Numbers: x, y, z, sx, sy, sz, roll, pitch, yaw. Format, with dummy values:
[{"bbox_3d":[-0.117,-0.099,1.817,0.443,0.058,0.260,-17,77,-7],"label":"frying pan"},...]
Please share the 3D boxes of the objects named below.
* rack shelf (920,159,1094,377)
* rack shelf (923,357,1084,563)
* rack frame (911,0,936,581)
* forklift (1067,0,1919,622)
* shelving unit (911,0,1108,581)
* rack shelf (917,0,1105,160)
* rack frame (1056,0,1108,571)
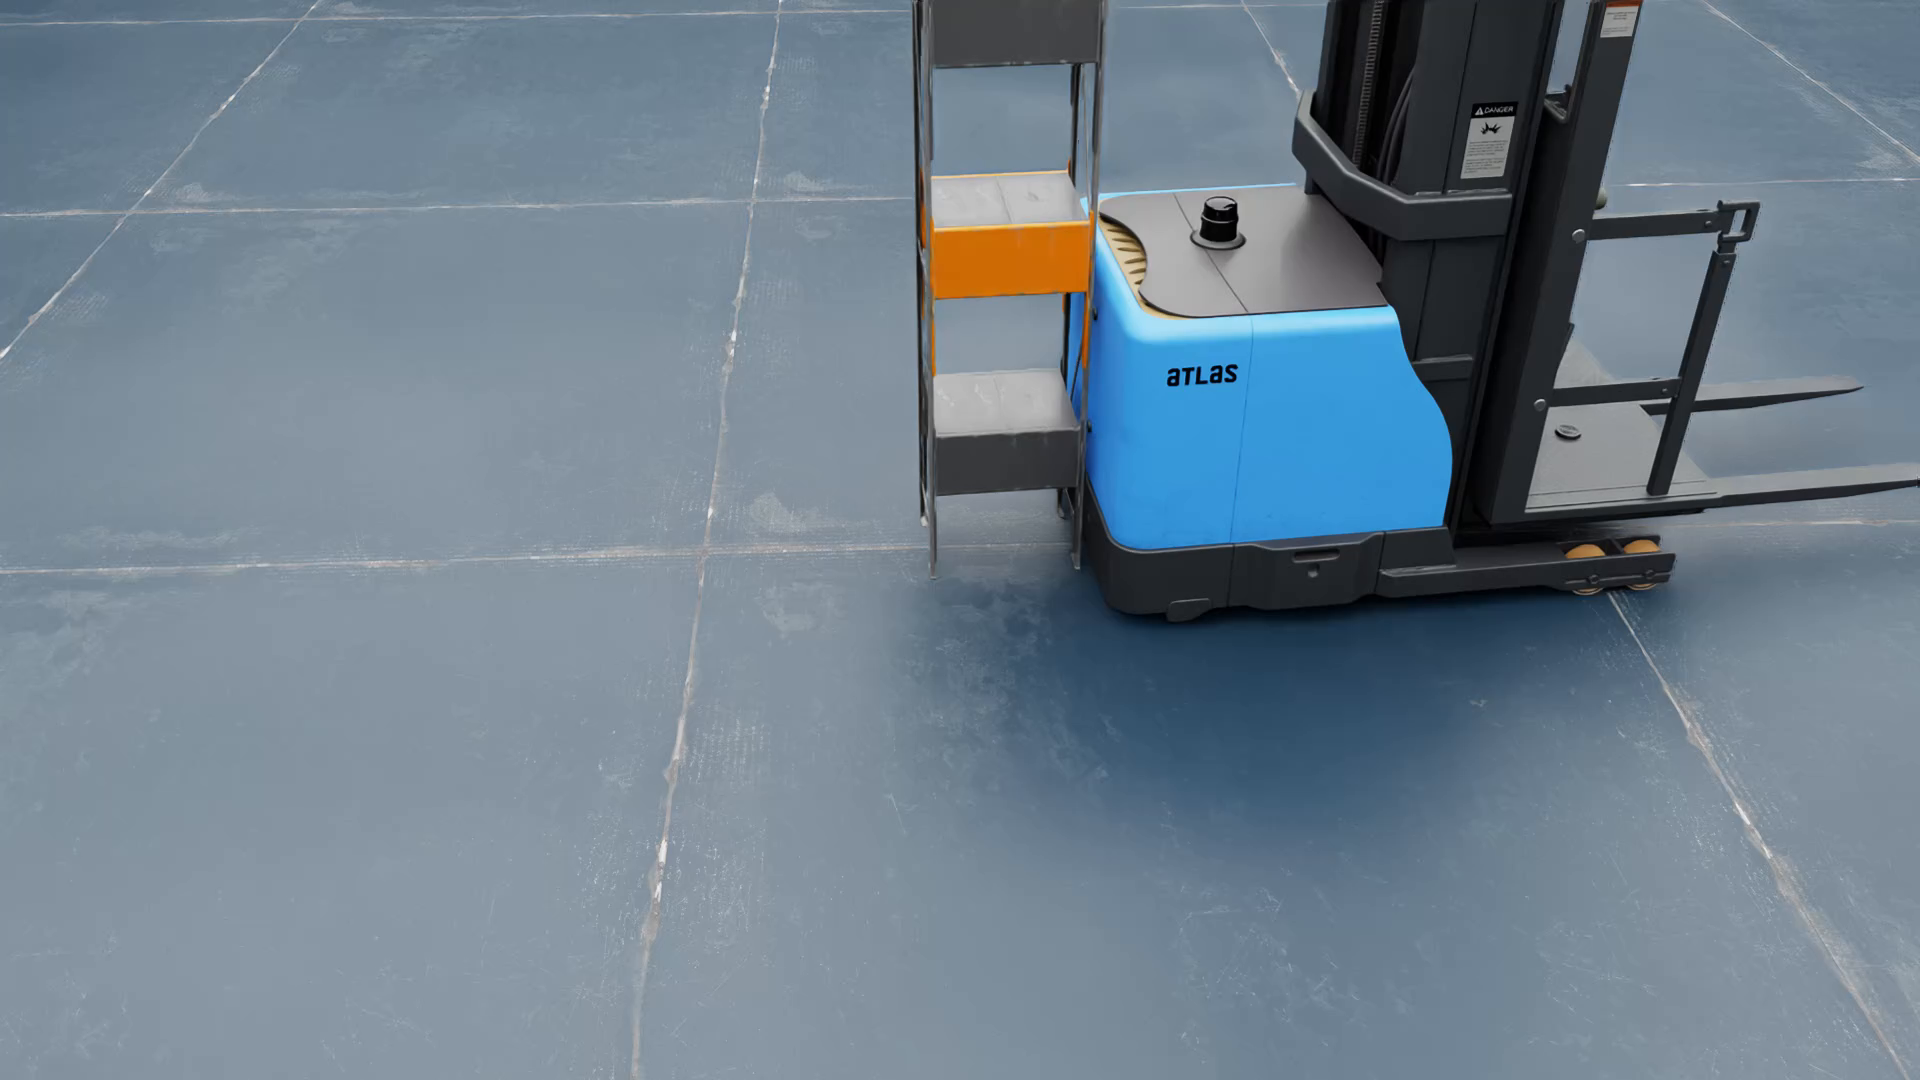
[{"bbox_3d":[0.130,-0.845,5.150,0.480,0.518,0.431,-4,35,-5],"label":"rack shelf"},{"bbox_3d":[0.130,-0.270,5.549,0.480,0.518,0.431,-4,35,-5],"label":"rack shelf"},{"bbox_3d":[-0.112,-0.841,5.120,0.015,2.100,0.400,-4,35,-5],"label":"rack frame"},{"bbox_3d":[1.904,-1.317,5.078,3.031,2.935,1.130,-5,35,-7],"label":"forklift"},{"bbox_3d":[0.130,-0.857,5.143,0.503,2.100,0.431,-4,35,-5],"label":"shelving unit"},{"bbox_3d":[0.130,-1.421,4.752,0.480,0.518,0.431,-4,35,-5],"label":"rack shelf"},{"bbox_3d":[0.373,-0.873,5.166,0.015,2.100,0.400,-4,35,-5],"label":"rack frame"}]
